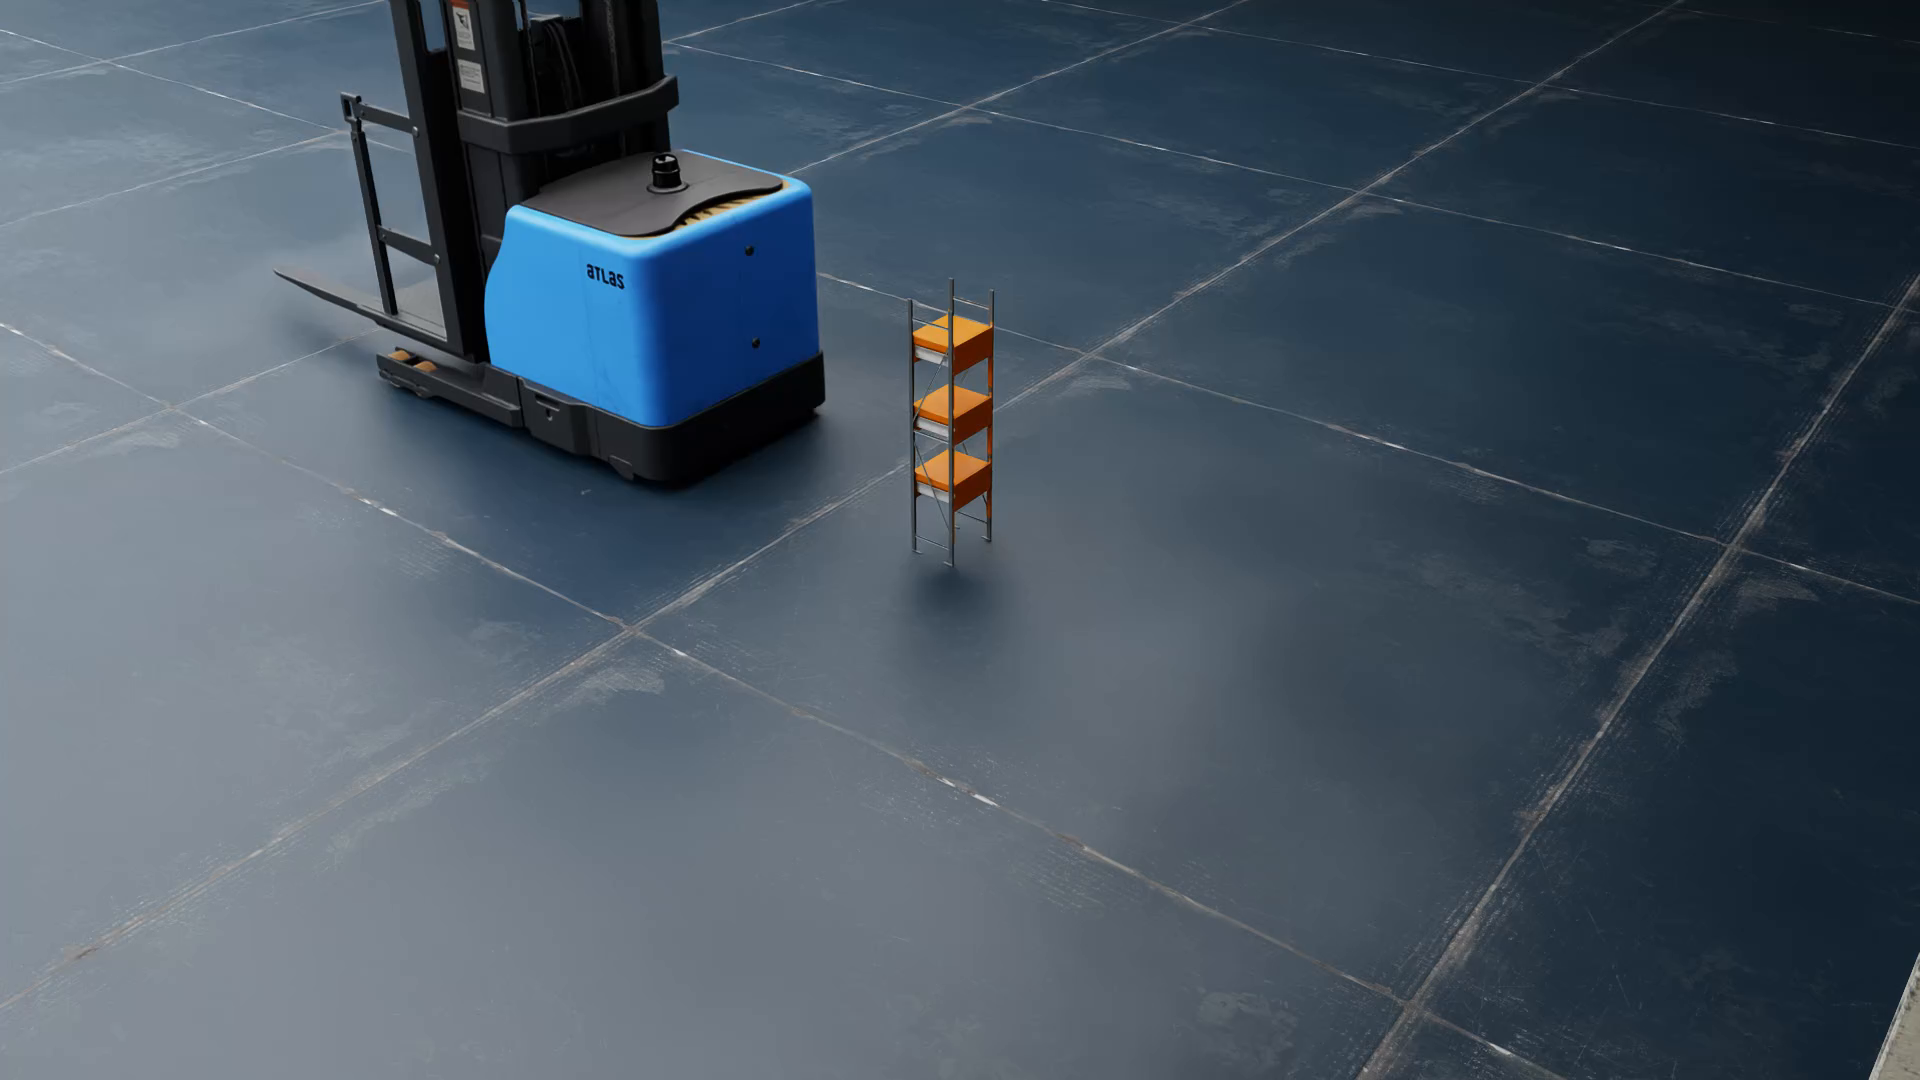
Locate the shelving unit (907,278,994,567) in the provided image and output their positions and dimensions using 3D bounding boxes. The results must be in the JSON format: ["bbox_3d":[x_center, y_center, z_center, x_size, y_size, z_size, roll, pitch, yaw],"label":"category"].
[{"bbox_3d":[-0.032,-0.430,6.238,0.215,1.050,0.252,21,37,31],"label":"shelving unit"}]

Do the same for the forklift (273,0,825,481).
[{"bbox_3d":[-2.080,-2.103,7.215,3.031,2.935,1.130,22,37,32],"label":"forklift"}]

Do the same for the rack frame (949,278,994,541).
[{"bbox_3d":[0.041,-0.479,6.321,0.200,1.050,0.008,21,37,31],"label":"rack frame"}]

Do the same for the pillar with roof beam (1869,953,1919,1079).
[{"bbox_3d":[-1.286,-3.587,3.769,9.100,9.000,0.400,21,37,31],"label":"pillar with roof beam"}]

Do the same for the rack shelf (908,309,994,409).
[{"bbox_3d":[-0.032,-0.665,6.098,0.215,0.259,0.240,21,37,31],"label":"rack shelf"}]

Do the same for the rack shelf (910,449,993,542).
[{"bbox_3d":[-0.032,-0.182,6.385,0.215,0.259,0.240,21,37,31],"label":"rack shelf"}]

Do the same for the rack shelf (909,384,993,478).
[{"bbox_3d":[-0.032,-0.421,6.243,0.215,0.259,0.240,21,37,31],"label":"rack shelf"}]

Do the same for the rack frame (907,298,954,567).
[{"bbox_3d":[-0.106,-0.380,6.154,0.200,1.050,0.008,21,37,31],"label":"rack frame"}]
